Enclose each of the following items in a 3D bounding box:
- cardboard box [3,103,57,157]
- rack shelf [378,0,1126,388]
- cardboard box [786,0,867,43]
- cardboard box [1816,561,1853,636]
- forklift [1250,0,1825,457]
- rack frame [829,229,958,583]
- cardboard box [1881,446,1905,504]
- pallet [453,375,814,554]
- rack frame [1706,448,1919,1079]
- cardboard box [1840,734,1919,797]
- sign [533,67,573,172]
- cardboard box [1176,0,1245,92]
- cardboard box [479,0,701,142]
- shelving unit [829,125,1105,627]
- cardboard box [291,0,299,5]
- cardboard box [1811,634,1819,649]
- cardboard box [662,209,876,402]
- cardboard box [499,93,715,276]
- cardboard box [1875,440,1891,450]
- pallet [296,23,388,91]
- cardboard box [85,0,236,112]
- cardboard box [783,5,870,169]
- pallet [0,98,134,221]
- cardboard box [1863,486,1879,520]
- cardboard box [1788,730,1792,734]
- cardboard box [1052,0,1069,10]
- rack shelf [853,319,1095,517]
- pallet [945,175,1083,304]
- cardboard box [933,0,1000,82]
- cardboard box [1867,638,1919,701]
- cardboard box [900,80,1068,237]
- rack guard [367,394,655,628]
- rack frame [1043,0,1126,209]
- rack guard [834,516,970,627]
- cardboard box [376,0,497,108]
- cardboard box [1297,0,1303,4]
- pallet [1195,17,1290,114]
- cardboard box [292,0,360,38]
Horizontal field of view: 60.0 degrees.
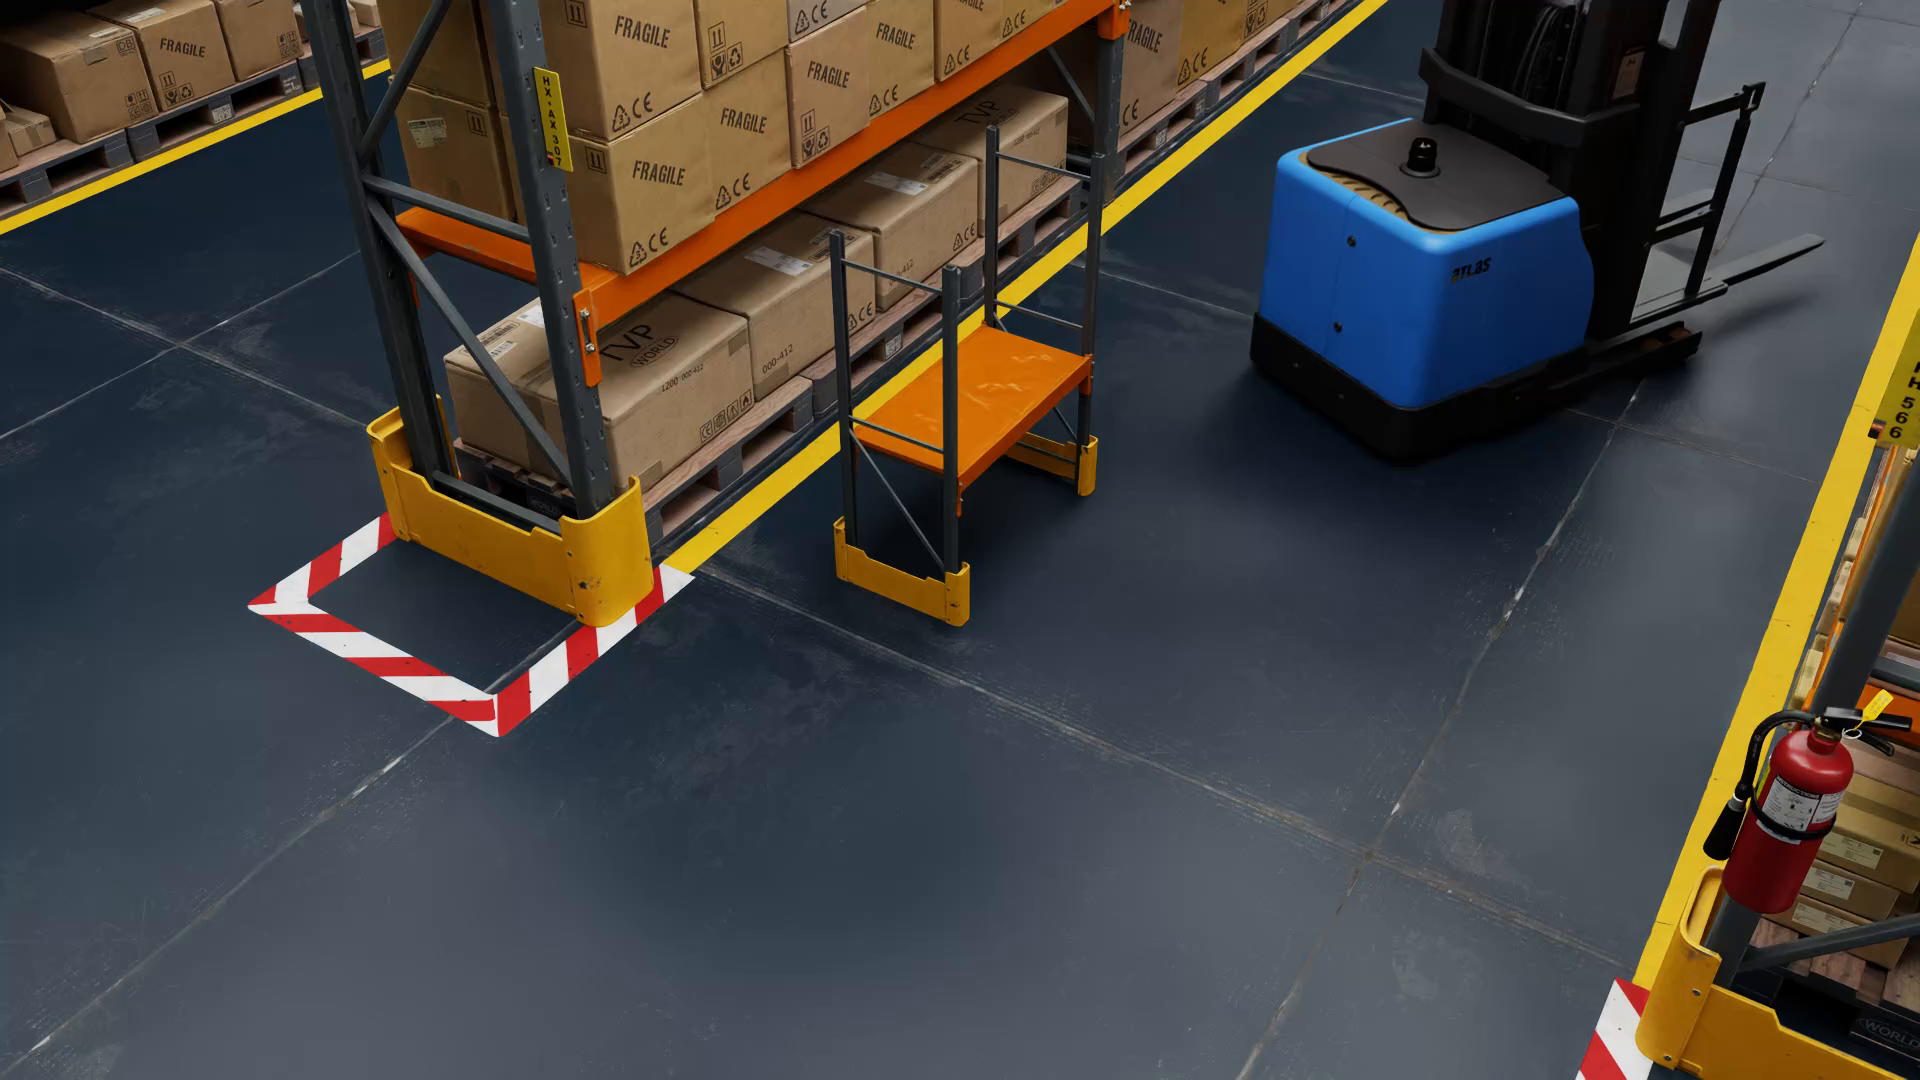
[{"bbox_3d":[-5.270,-2.281,9.243,0.380,0.149,0.250,19,42,23],"label":"cardboard box"},{"bbox_3d":[-0.673,-1.877,7.318,1.077,0.370,4.000,21,42,25],"label":"rack shelf"},{"bbox_3d":[-0.707,-2.258,6.321,0.500,0.500,0.500,21,42,25],"label":"cardboard box"},{"bbox_3d":[3.063,0.252,5.470,0.380,0.149,0.250,23,43,27],"label":"cardboard box"},{"bbox_3d":[2.875,-2.185,7.184,3.031,2.935,1.130,-20,42,-24],"label":"forklift"},{"bbox_3d":[-0.227,-0.376,6.009,0.500,1.500,0.032,21,42,25],"label":"rack frame"},{"bbox_3d":[2.793,-0.301,4.358,0.500,0.500,0.500,20,42,24],"label":"cardboard box"},{"bbox_3d":[-1.382,-0.465,7.180,1.003,0.211,1.213,21,42,25],"label":"pallet"},{"bbox_3d":[2.489,0.436,3.728,1.000,3.000,0.127,21,42,25],"label":"rack frame"},{"bbox_3d":[2.742,0.696,4.894,0.380,0.149,0.250,22,43,26],"label":"cardboard box"},{"bbox_3d":[-1.279,-1.321,5.233,0.100,0.325,0.005,21,42,25],"label":"sign"},{"bbox_3d":[1.141,-3.332,10.012,0.875,0.875,0.875,22,43,26],"label":"cardboard box"},{"bbox_3d":[-1.247,-1.721,5.625,0.500,0.500,0.500,20,42,24],"label":"cardboard box"},{"bbox_3d":[0.041,-0.633,6.343,0.587,1.500,1.083,21,42,25],"label":"shelving unit"},{"bbox_3d":[-4.348,-3.653,10.890,0.500,0.311,0.500,23,43,27],"label":"cardboard box"},{"bbox_3d":[3.067,0.502,5.633,0.380,0.149,0.250,19,42,23],"label":"cardboard box"},{"bbox_3d":[-0.992,-1.130,7.514,0.875,0.438,0.875,22,43,26],"label":"cardboard box"},{"bbox_3d":[-1.245,-1.324,5.929,0.500,0.500,0.500,21,42,25],"label":"cardboard box"},{"bbox_3d":[4.023,-0.444,6.860,0.380,0.149,0.250,22,43,26],"label":"cardboard box"},{"bbox_3d":[-4.163,-3.357,10.932,1.003,0.211,1.213,21,42,25],"label":"pallet"},{"bbox_3d":[-4.671,-2.881,9.734,0.500,0.500,0.500,22,43,26],"label":"cardboard box"},{"bbox_3d":[-0.710,-1.851,6.612,0.500,0.500,0.500,21,42,25],"label":"cardboard box"},{"bbox_3d":[-5.471,-2.099,9.300,1.003,0.211,1.213,21,42,25],"label":"pallet"},{"bbox_3d":[3.505,-0.020,6.067,0.380,0.149,0.250,21,42,25],"label":"cardboard box"},{"bbox_3d":[2.808,0.647,5.201,0.380,0.149,0.250,19,42,23],"label":"cardboard box"},{"bbox_3d":[0.366,-2.910,7.986,0.500,0.500,0.500,22,43,26],"label":"cardboard box"},{"bbox_3d":[0.046,-0.496,6.459,0.538,0.185,1.000,21,42,25],"label":"rack shelf"},{"bbox_3d":[-0.075,-1.722,8.812,1.003,0.211,1.213,21,42,25],"label":"pallet"},{"bbox_3d":[-0.162,-2.379,7.297,0.500,0.500,0.500,21,42,24],"label":"cardboard box"},{"bbox_3d":[2.425,0.275,4.142,0.380,0.149,0.250,21,42,25],"label":"cardboard box"},{"bbox_3d":[-0.028,-2.056,8.715,0.875,0.438,0.875,21,42,24],"label":"cardboard box"},{"bbox_3d":[-1.757,-0.129,6.508,1.175,0.500,0.348,21,42,25],"label":"rack guard"},{"bbox_3d":[0.399,-3.193,8.435,1.000,3.000,0.127,21,42,25],"label":"rack frame"},{"bbox_3d":[-0.226,0.118,6.392,0.587,0.250,0.087,21,42,25],"label":"rack guard"},{"bbox_3d":[-1.687,-1.893,5.848,0.500,0.500,0.500,23,43,27],"label":"cardboard box"},{"bbox_3d":[2.101,-4.251,11.204,0.875,0.875,0.875,21,42,25],"label":"cardboard box"},{"bbox_3d":[1.401,-3.143,10.654,1.003,0.211,1.213,21,42,25],"label":"pallet"},{"bbox_3d":[-4.036,-3.331,10.510,0.396,0.266,0.258,23,43,27],"label":"cardboard box"}]
